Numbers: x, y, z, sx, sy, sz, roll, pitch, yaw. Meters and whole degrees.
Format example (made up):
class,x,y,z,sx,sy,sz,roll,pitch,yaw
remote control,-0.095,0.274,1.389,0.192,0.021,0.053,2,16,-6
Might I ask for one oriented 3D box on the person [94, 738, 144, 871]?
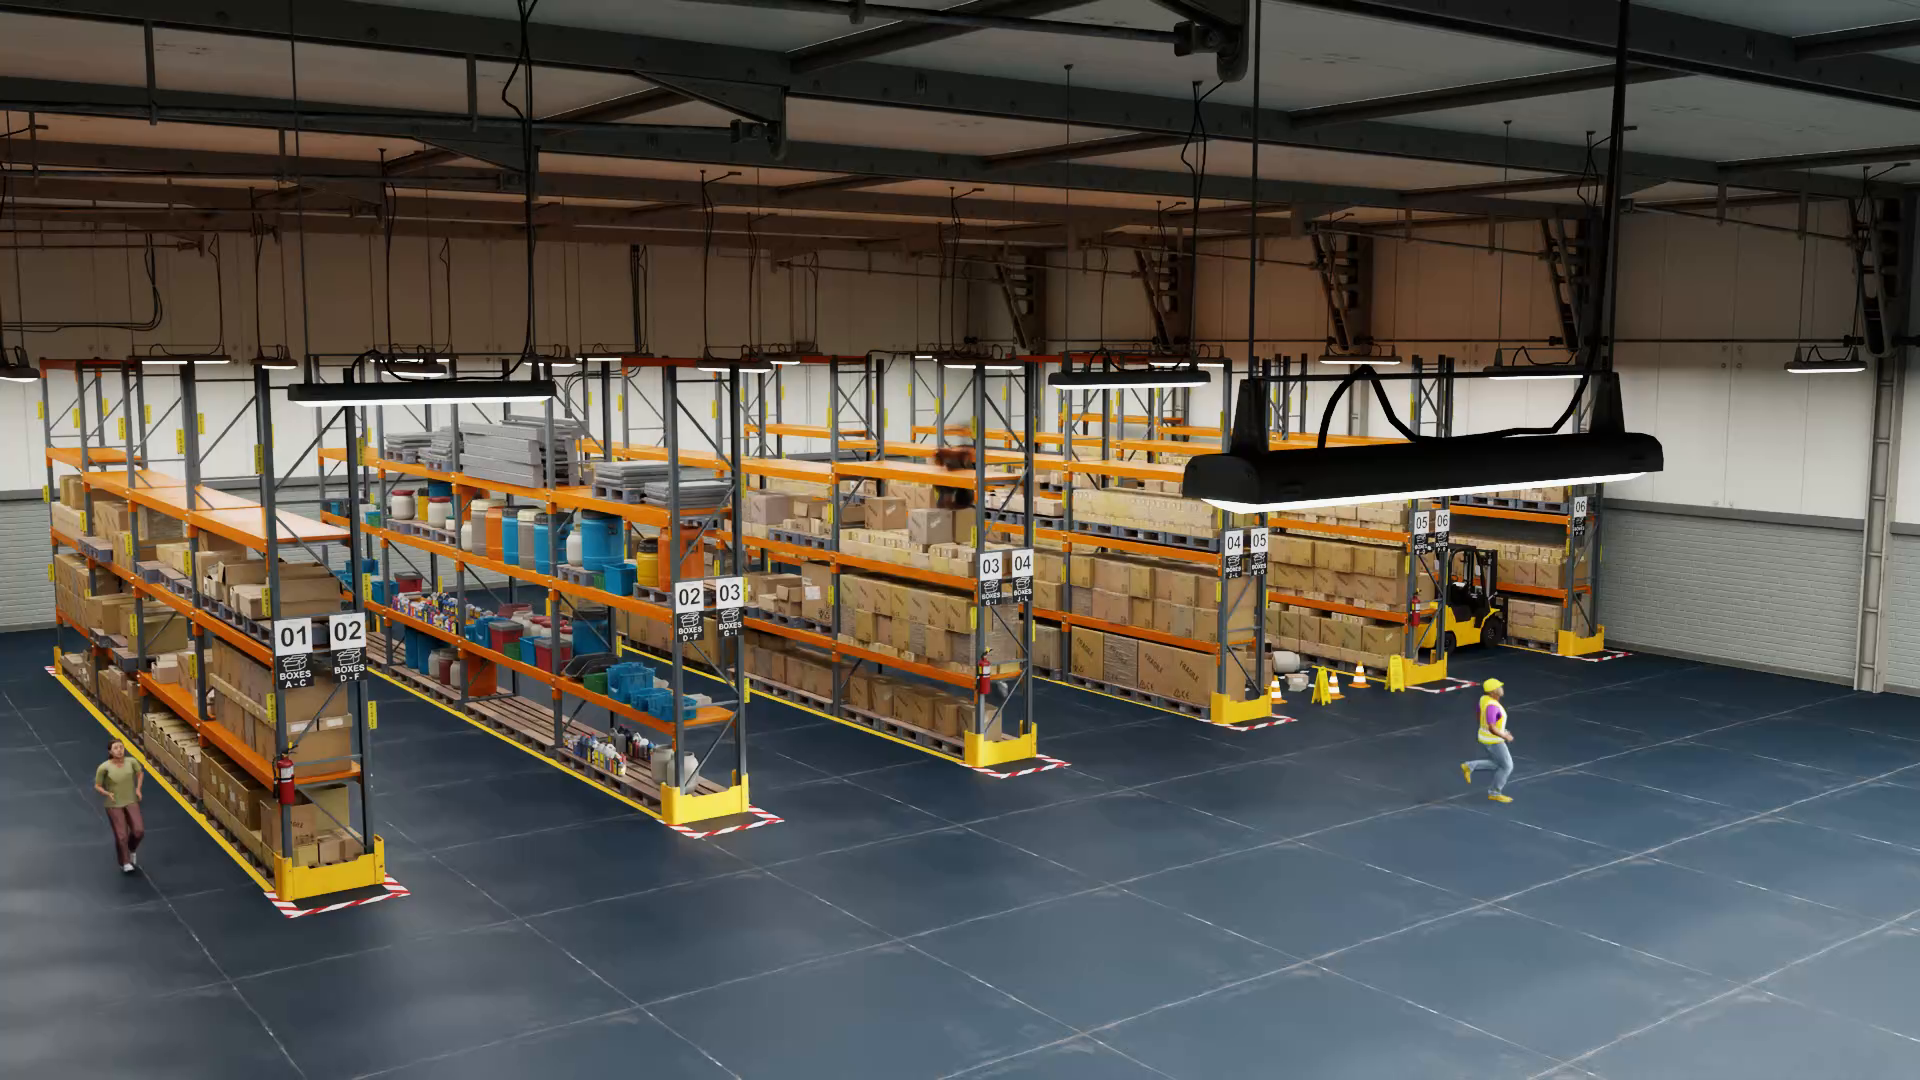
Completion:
class,x,y,z,sx,sy,sz,roll,pitch,yaw
person,-9.942,3.151,19.749,0.556,1.626,0.520,-5,9,-38

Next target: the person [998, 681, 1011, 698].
class,x,y,z,sx,sy,sz,roll,pitch,yaw
person,0.536,1.907,29.681,0.894,1.809,0.728,5,8,36

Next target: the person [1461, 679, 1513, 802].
class,x,y,z,sx,sy,sz,roll,pitch,yaw
person,7.281,2.748,22.908,0.661,1.706,0.720,0,7,2
